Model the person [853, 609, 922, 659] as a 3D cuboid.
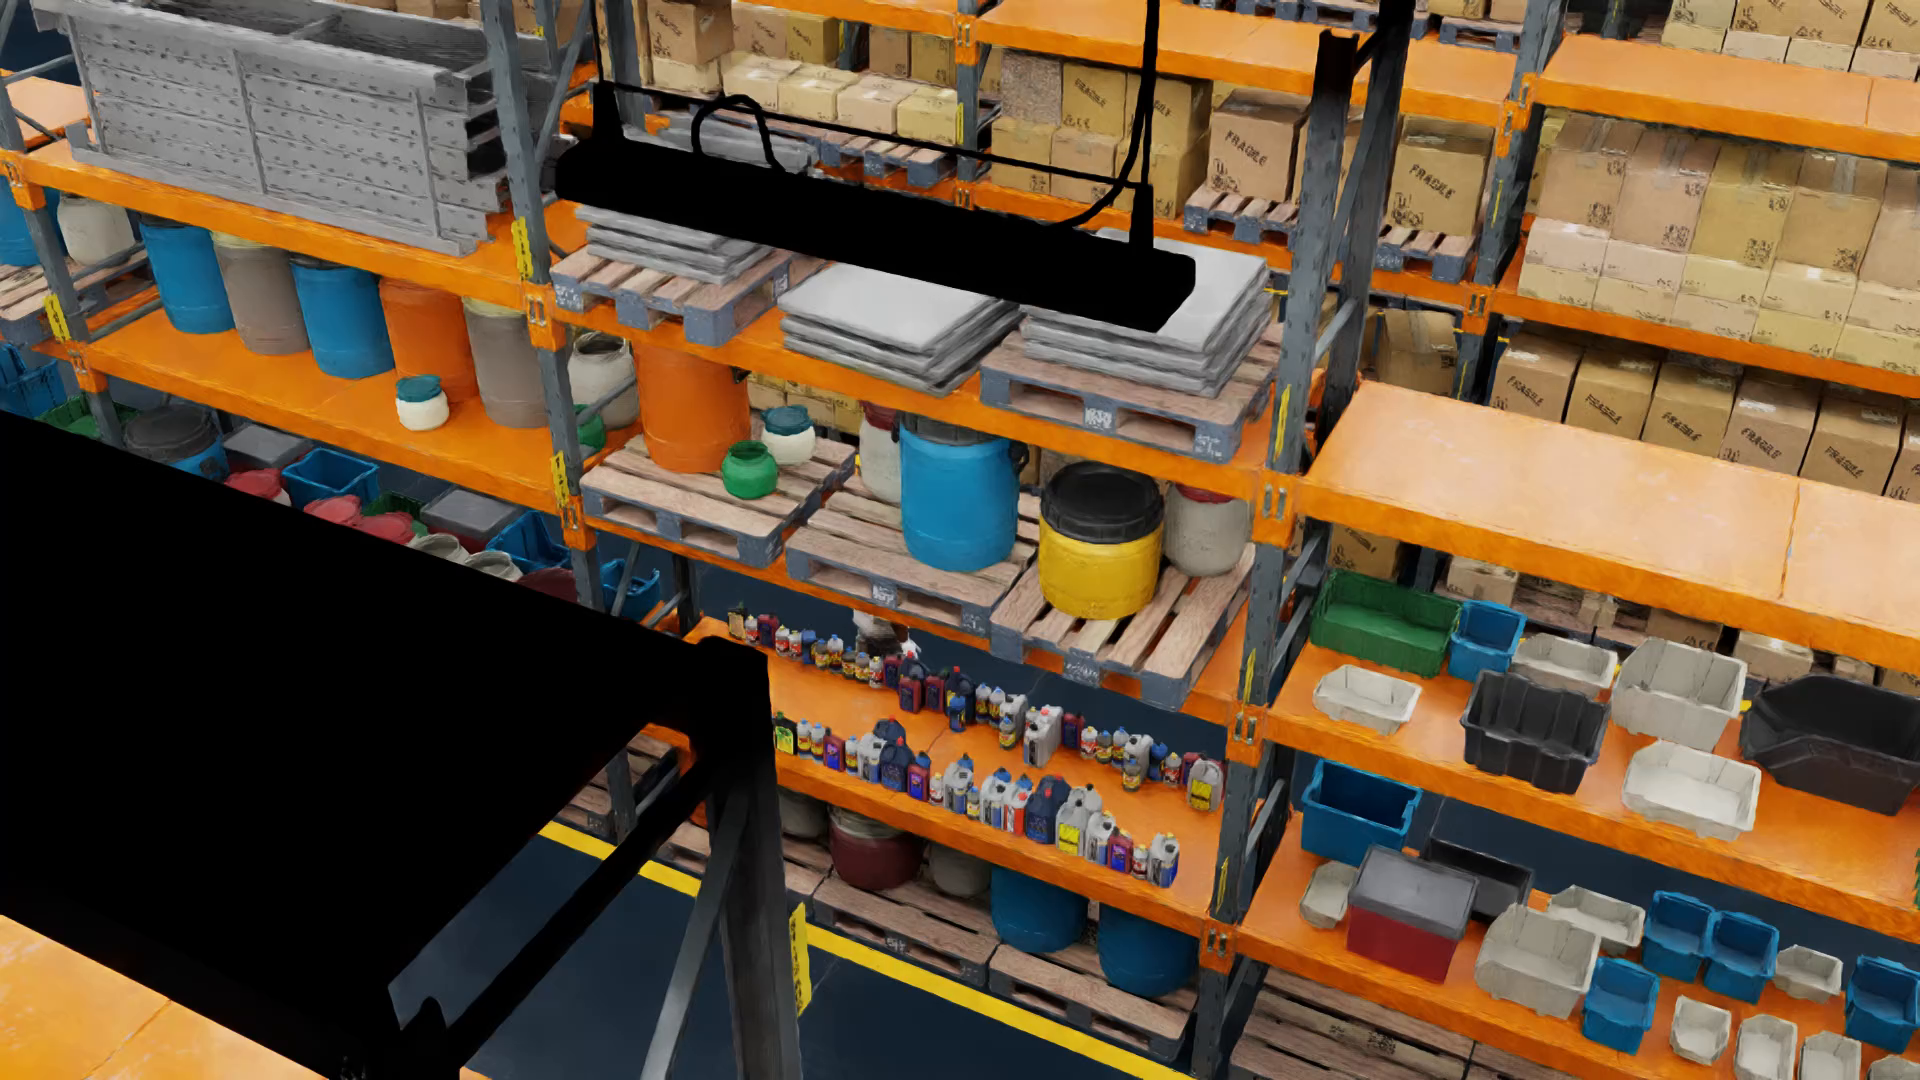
[{"bbox_3d":[-0.468,0.574,11.478,0.577,1.783,0.662,-21,40,-27],"label":"person"}]
